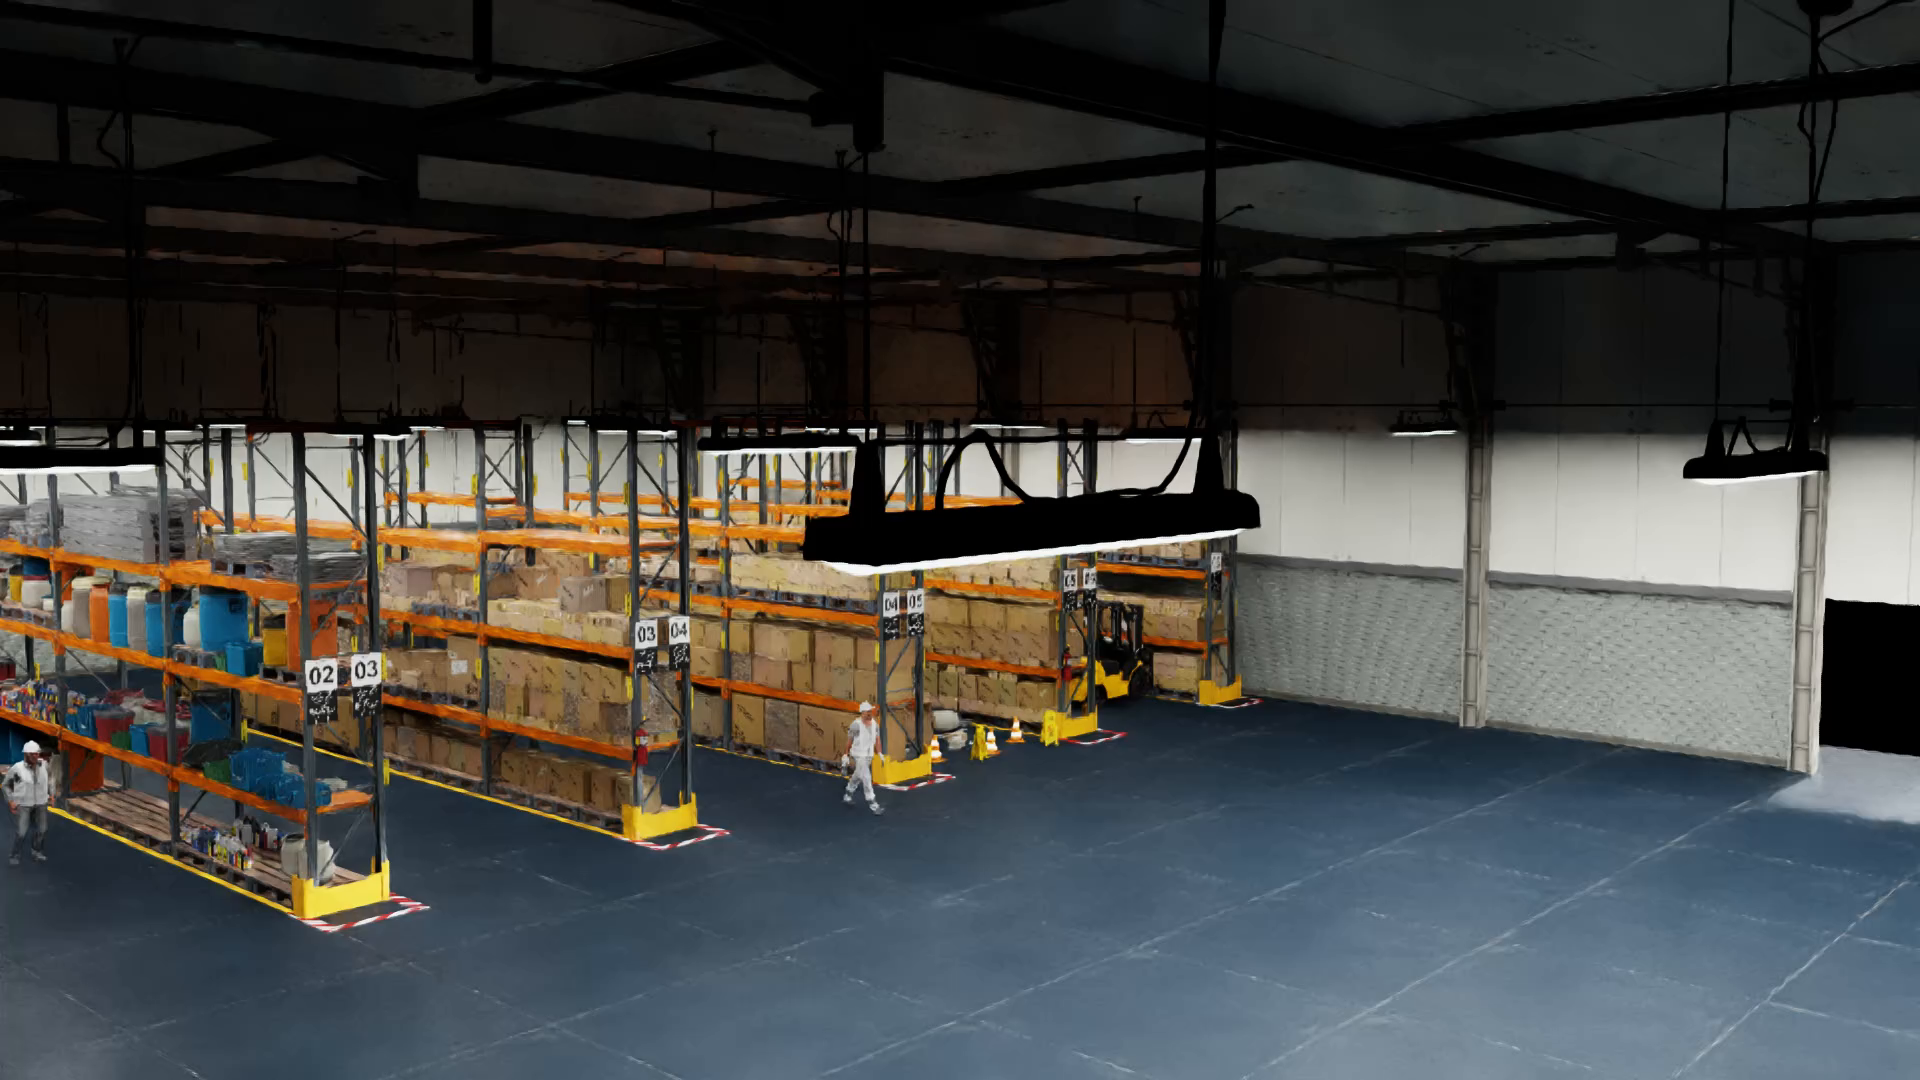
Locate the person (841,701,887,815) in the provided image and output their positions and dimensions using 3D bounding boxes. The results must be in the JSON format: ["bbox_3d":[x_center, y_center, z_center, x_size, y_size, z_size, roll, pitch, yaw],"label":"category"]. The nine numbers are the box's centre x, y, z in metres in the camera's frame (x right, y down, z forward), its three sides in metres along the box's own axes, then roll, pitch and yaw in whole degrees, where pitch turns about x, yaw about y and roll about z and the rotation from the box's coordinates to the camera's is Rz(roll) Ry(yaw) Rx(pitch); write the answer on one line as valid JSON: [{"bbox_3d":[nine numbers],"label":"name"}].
[{"bbox_3d":[-1.463,3.355,25.805,1.045,1.736,0.564,4,6,41],"label":"person"}]

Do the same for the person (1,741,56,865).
[{"bbox_3d":[-12.796,3.606,22.886,0.574,1.726,0.677,4,6,40],"label":"person"}]
